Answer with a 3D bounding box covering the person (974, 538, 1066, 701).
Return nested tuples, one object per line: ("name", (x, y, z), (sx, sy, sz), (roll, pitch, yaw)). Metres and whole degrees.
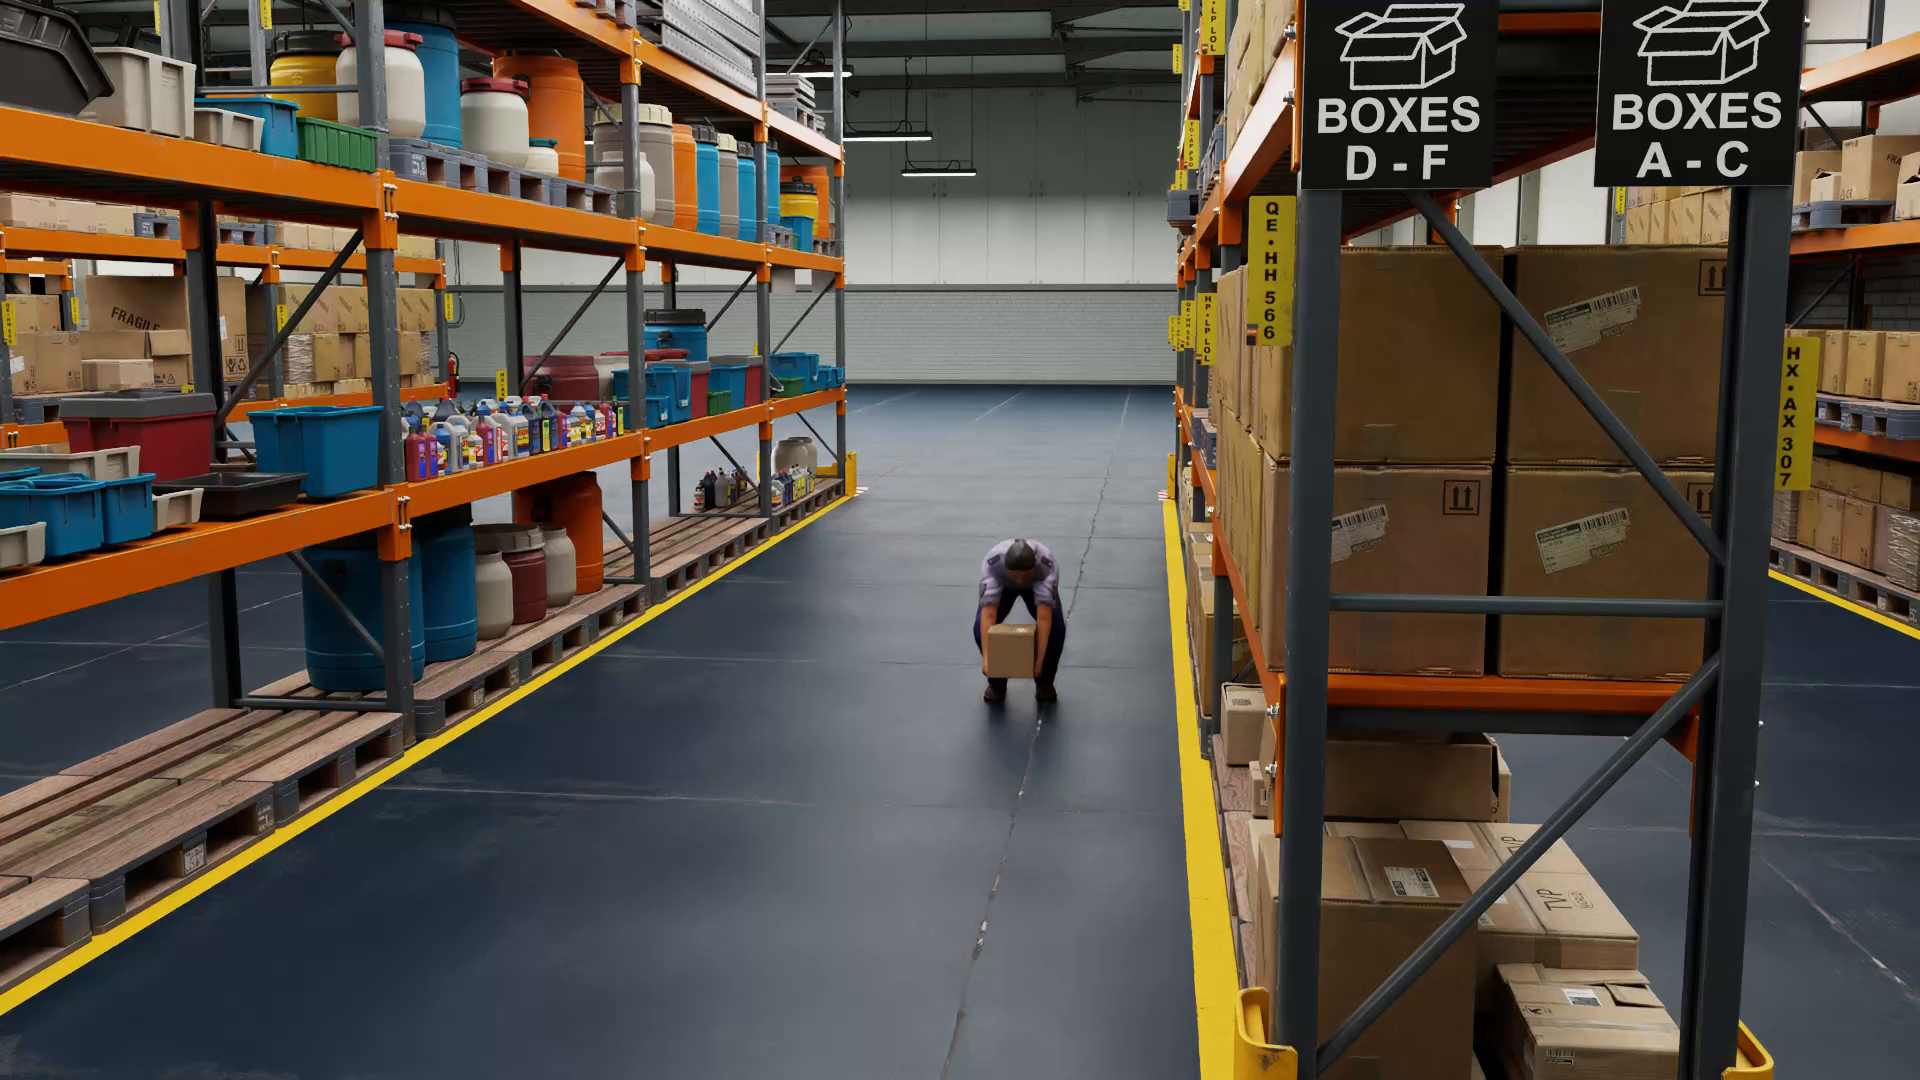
("person", (0.334, 0.439, 9.259), (0.514, 0.942, 0.889), (0, 8, 4))
